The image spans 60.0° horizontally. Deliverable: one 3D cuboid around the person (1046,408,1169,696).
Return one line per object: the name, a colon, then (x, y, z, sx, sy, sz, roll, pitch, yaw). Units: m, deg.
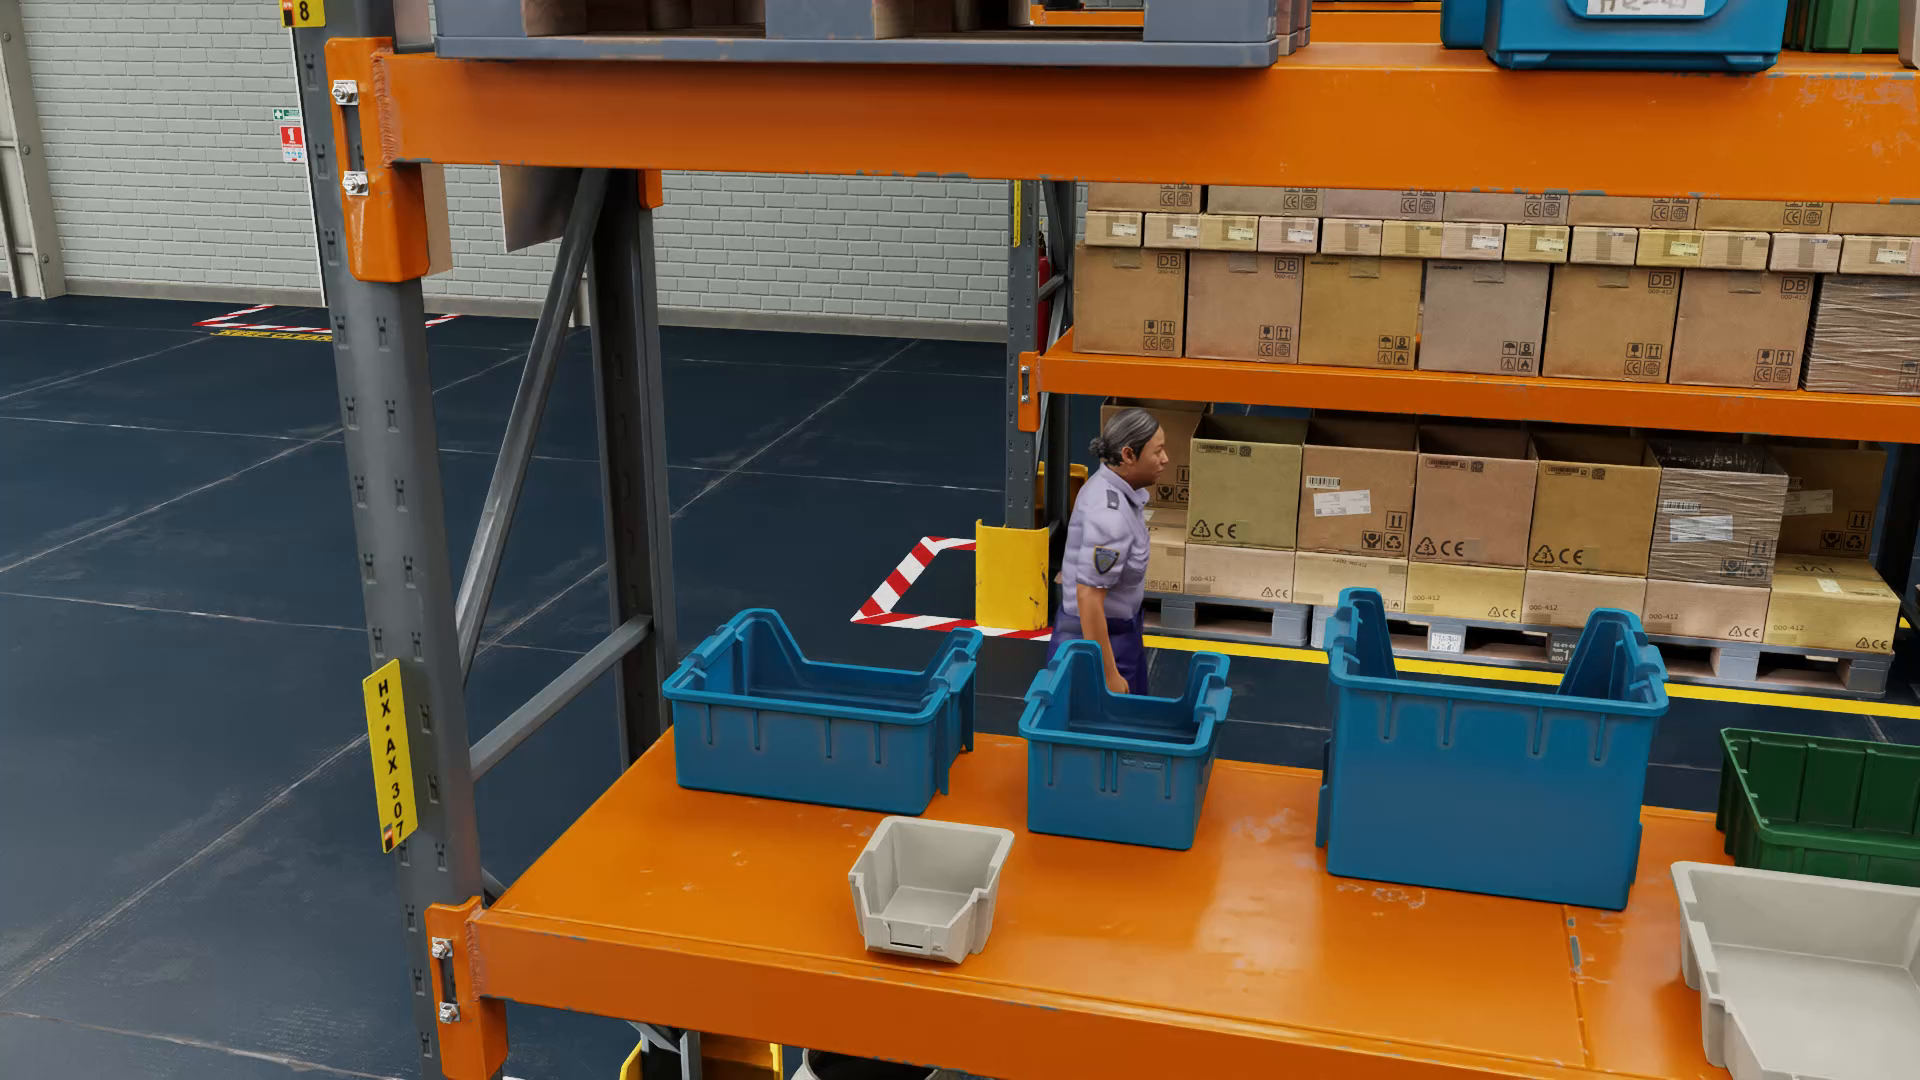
person: (0.502, 0.381, 5.431, 0.418, 1.649, 0.562, 4, 19, 11)
